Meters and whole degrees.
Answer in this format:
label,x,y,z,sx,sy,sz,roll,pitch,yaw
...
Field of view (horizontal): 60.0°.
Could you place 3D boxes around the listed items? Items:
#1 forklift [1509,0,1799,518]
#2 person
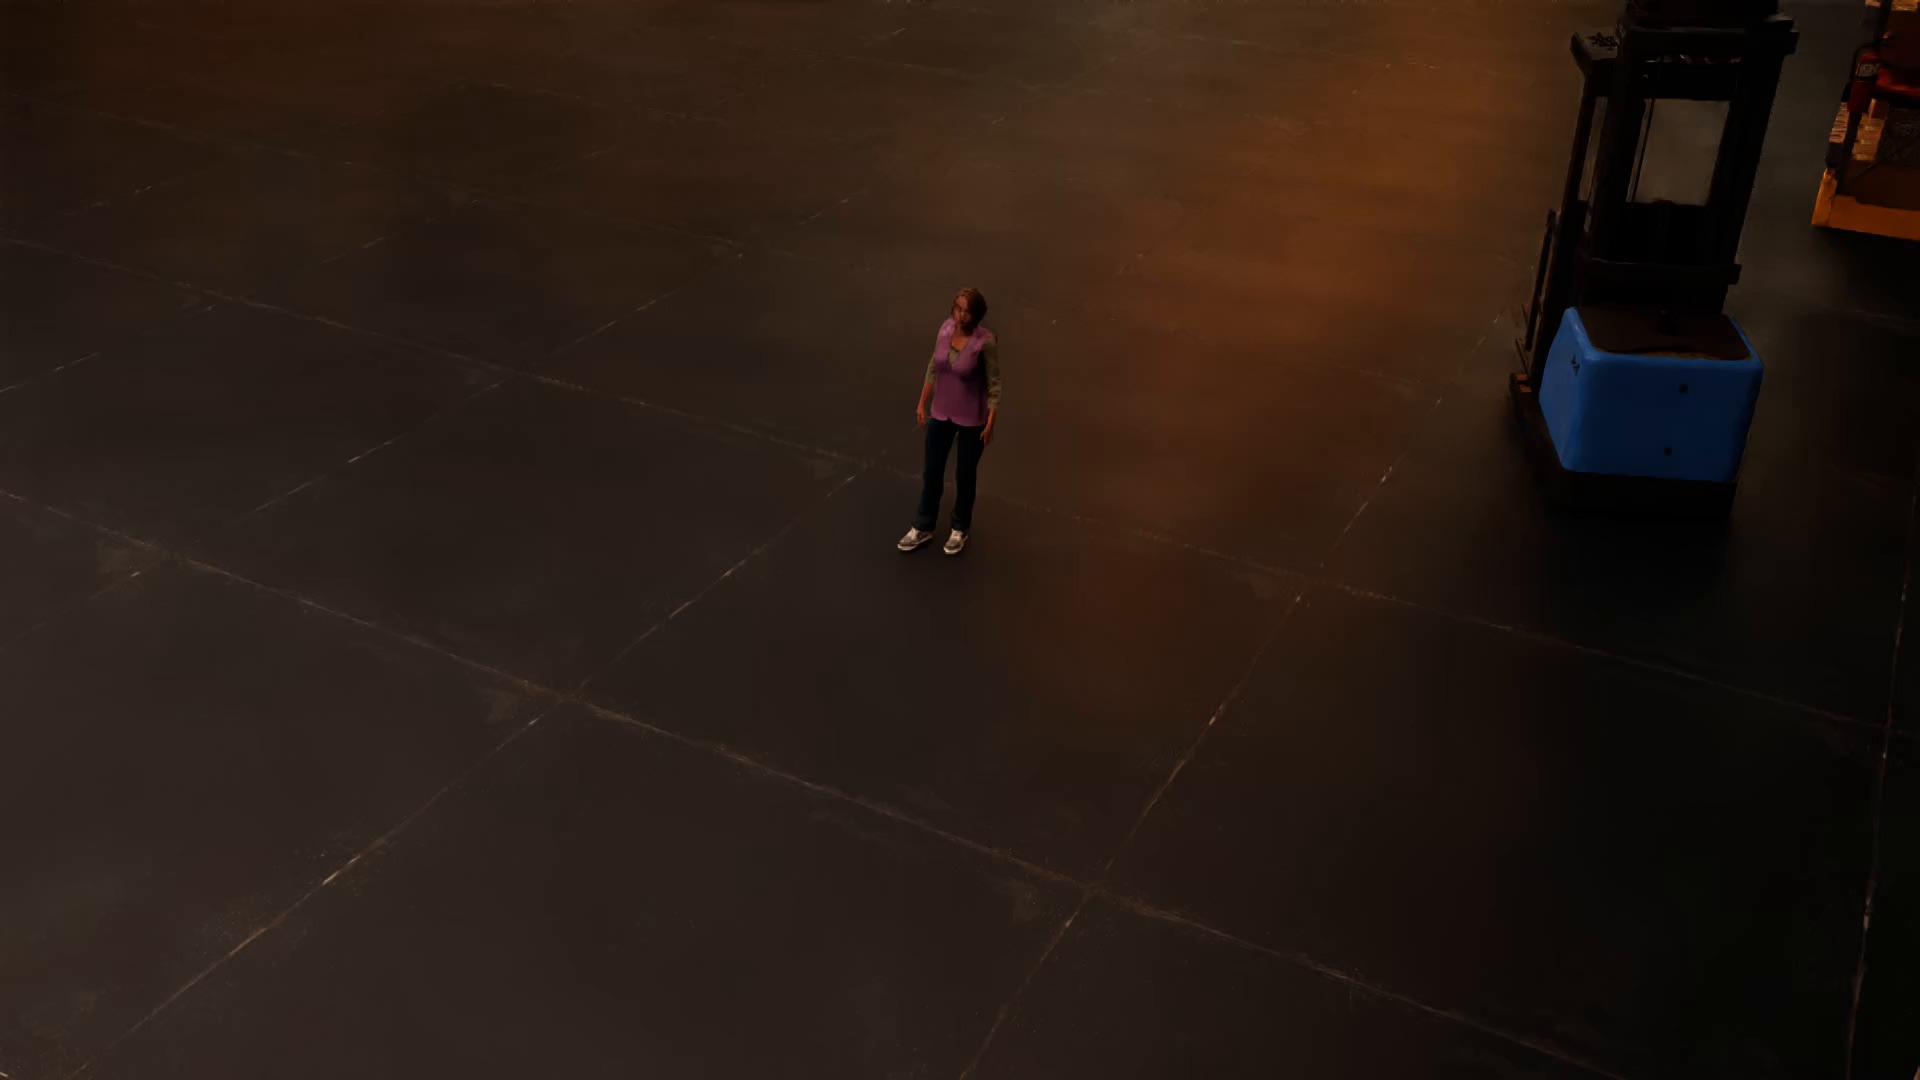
label,x,y,z,sx,sy,sz,roll,pitch,yaw
forklift,4.403,-2.119,10.742,1.130,2.935,3.031,4,30,8
person,-0.048,-0.667,9.551,0.520,1.593,0.474,15,33,25
